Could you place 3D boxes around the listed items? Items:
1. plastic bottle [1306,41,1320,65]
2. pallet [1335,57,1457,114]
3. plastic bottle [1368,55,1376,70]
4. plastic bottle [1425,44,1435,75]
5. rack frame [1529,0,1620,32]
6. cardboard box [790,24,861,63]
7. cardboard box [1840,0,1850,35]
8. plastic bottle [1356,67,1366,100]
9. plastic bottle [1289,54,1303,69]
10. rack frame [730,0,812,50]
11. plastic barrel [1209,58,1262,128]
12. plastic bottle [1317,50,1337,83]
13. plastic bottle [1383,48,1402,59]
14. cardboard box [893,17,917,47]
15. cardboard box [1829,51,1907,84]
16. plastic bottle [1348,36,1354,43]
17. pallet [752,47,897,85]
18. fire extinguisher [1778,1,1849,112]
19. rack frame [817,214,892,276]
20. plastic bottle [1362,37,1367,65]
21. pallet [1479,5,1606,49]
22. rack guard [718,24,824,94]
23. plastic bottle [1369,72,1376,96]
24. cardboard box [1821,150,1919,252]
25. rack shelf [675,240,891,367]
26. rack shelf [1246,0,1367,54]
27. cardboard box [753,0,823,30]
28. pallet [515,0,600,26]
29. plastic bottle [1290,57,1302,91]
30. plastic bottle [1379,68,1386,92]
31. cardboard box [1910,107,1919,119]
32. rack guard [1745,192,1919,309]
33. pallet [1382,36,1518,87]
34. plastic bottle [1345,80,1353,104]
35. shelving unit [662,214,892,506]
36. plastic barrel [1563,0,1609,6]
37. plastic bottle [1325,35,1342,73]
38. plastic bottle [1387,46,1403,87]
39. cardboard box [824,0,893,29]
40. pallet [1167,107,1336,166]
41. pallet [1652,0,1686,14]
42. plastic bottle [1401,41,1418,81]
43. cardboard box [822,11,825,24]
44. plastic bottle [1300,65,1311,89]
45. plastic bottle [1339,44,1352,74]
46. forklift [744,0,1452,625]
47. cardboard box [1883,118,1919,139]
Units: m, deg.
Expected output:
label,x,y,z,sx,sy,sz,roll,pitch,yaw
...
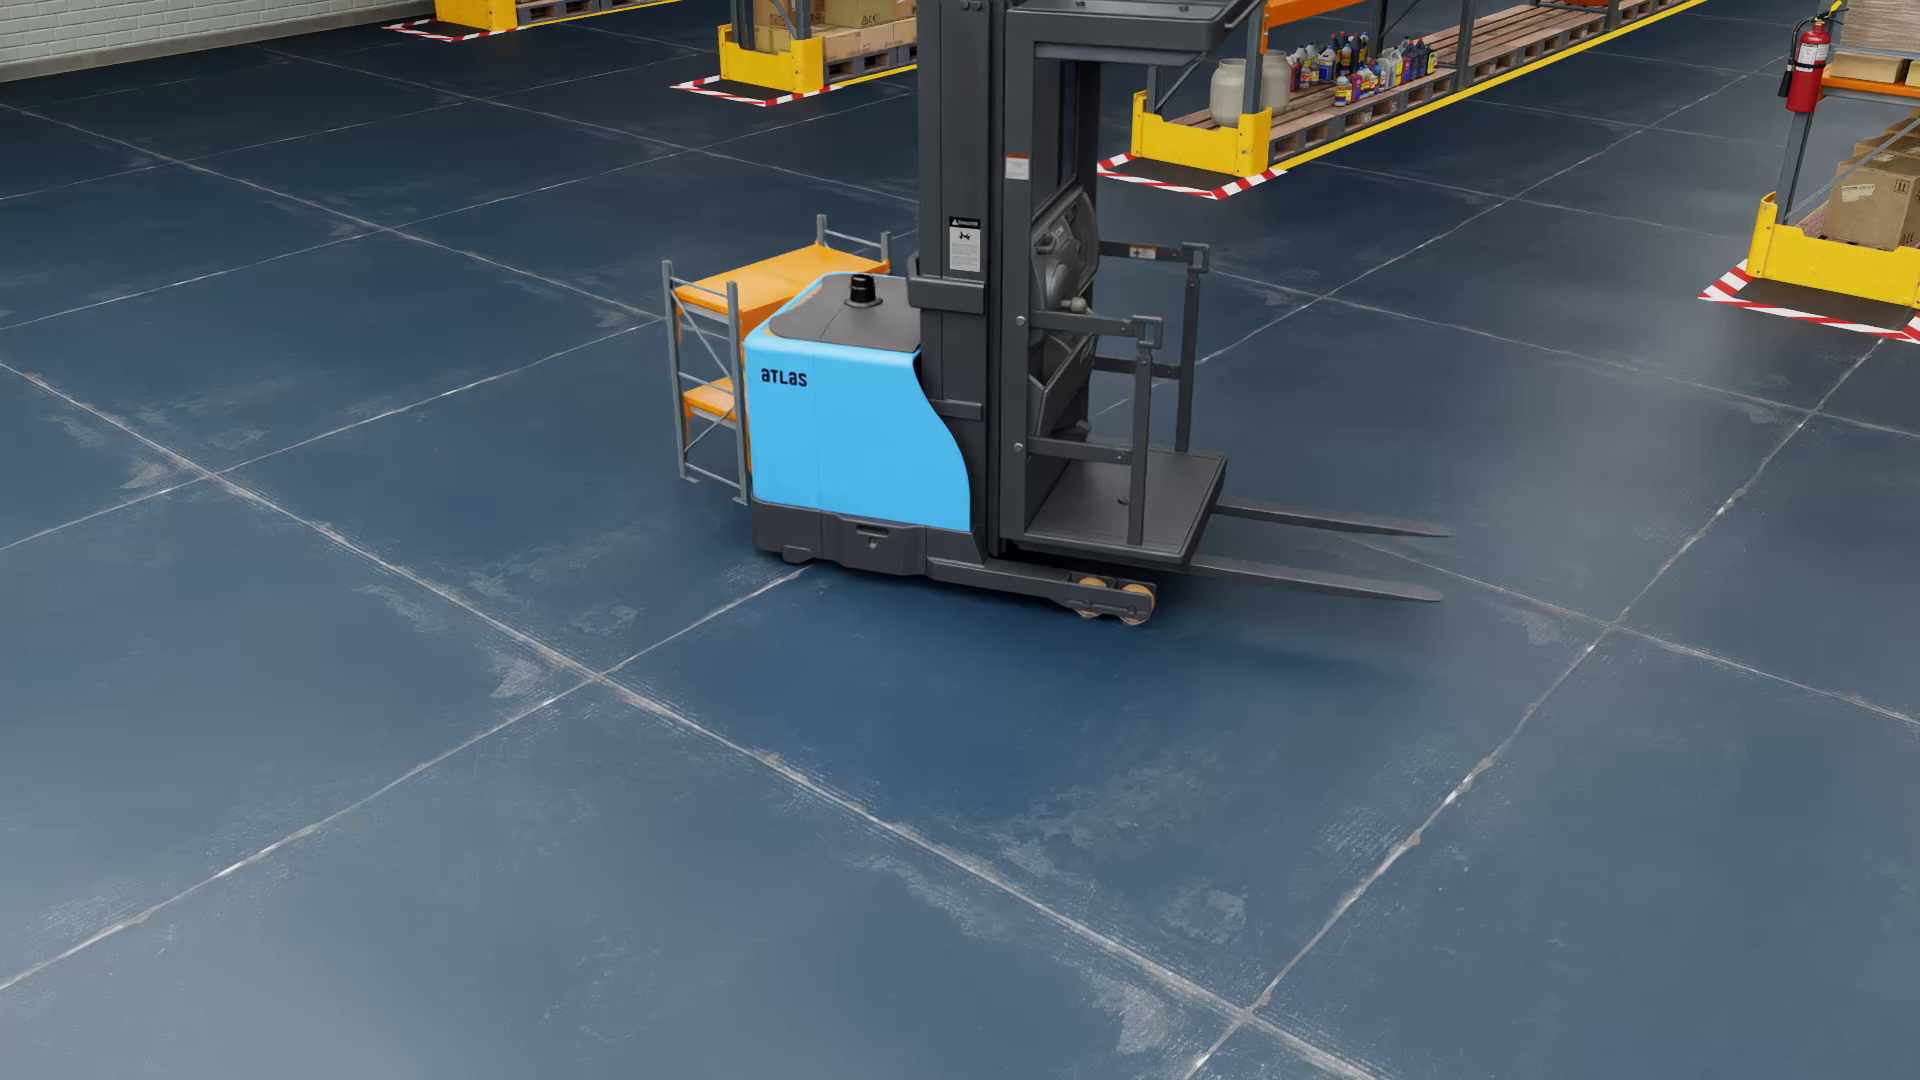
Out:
label,x,y,z,sx,sy,sz,roll,pitch,yaw
plastic bottle,3.284,-4.488,15.565,0.144,0.351,0.185,20,34,34
pallet,4.049,-4.387,16.001,1.003,0.211,1.213,21,34,34
plastic bottle,3.805,-4.320,15.314,0.061,0.283,0.133,21,34,34
plastic bottle,4.457,-4.574,15.804,0.061,0.283,0.133,23,35,37
rack frame,7.053,-7.270,18.539,1.000,3.000,0.127,21,34,34
cardboard box,-1.343,-4.973,16.634,0.500,0.250,0.500,21,34,34
cardboard box,6.382,-3.562,10.938,0.875,0.500,0.500,21,34,34
plastic bottle,3.576,-4.090,14.883,0.097,0.271,0.097,0,27,0
plastic bottle,3.064,-4.329,15.339,0.152,0.276,0.135,20,33,33
rack frame,-1.856,-5.883,15.857,1.000,3.000,0.127,21,34,34
plastic barrel,2.324,-3.771,14.025,0.421,0.512,0.421,0,27,0
plastic bottle,3.415,-4.421,15.516,0.152,0.276,0.135,21,34,34
plastic bottle,4.069,-4.491,15.653,0.152,0.276,0.135,21,34,34
cardboard box,-0.709,-5.328,17.321,0.500,0.250,0.500,21,34,34
cardboard box,5.808,-3.036,10.627,0.380,0.149,0.250,21,34,34
plastic bottle,3.783,-4.730,16.114,0.152,0.276,0.135,22,35,36
pallet,-1.402,-4.928,17.045,1.003,0.211,1.213,21,34,34
fire extinguisher,5.358,-3.046,10.457,0.296,0.674,0.183,21,34,34
rack frame,-0.537,-1.095,8.641,0.500,1.125,0.032,22,35,36
plastic bottle,3.865,-4.702,16.053,0.061,0.283,0.133,21,34,34
pallet,6.530,-5.768,18.670,1.003,0.211,1.213,21,34,34
rack guard,-1.871,-4.764,16.415,1.175,0.500,0.348,21,34,34
plastic bottle,3.702,-4.130,15.036,0.097,0.201,0.097,0,27,0
cardboard box,6.196,-2.279,11.154,0.500,0.500,0.500,-21,34,-35
rack shelf,-0.874,-1.180,8.168,0.538,0.278,1.000,22,35,36
rack shelf,3.236,-4.823,14.592,1.077,0.370,4.000,21,34,34
cardboard box,-1.744,-5.458,16.755,0.500,0.500,0.500,21,34,34
pallet,-5.088,-6.395,19.882,1.003,0.211,1.213,21,34,34
plastic bottle,3.058,-4.252,15.183,0.061,0.283,0.133,21,34,34
plastic bottle,3.833,-4.203,15.176,0.097,0.201,0.097,0,27,0
cardboard box,7.687,-3.145,12.828,0.500,0.500,0.500,-16,31,-28
rack guard,5.834,-1.903,10.884,1.175,0.500,0.348,21,34,34
pallet,4.978,-4.903,16.998,1.003,0.211,1.213,21,34,34
plastic bottle,3.424,-3.975,14.735,0.097,0.201,0.097,0,27,0
shelving unit,-0.874,-0.920,8.303,0.538,1.125,1.048,22,35,36
plastic barrel,7.351,-6.671,19.286,0.600,0.830,0.708,21,34,34
plastic bottle,3.555,-4.639,15.857,0.144,0.351,0.185,19,33,32
plastic bottle,3.994,-4.376,15.348,0.144,0.351,0.185,21,34,34
cardboard box,-1.026,-5.484,16.805,0.500,0.500,0.500,21,34,34
pallet,2.497,-3.522,14.329,1.003,0.211,1.213,21,34,34
pallet,8.298,-6.754,20.576,1.003,0.211,1.213,21,34,34
plastic bottle,4.199,-4.490,15.569,0.144,0.351,0.185,19,33,32
cardboard box,-1.434,-5.305,17.276,0.500,0.250,0.500,21,34,34
plastic bottle,3.172,-4.266,15.299,0.097,0.201,0.097,0,27,0
plastic bottle,3.676,-4.584,15.837,0.097,0.271,0.097,0,27,0
forklift,0.630,-1.218,6.914,3.031,2.935,1.130,9,29,16
cardboard box,6.963,-2.717,12.001,0.500,0.500,0.500,25,36,39
